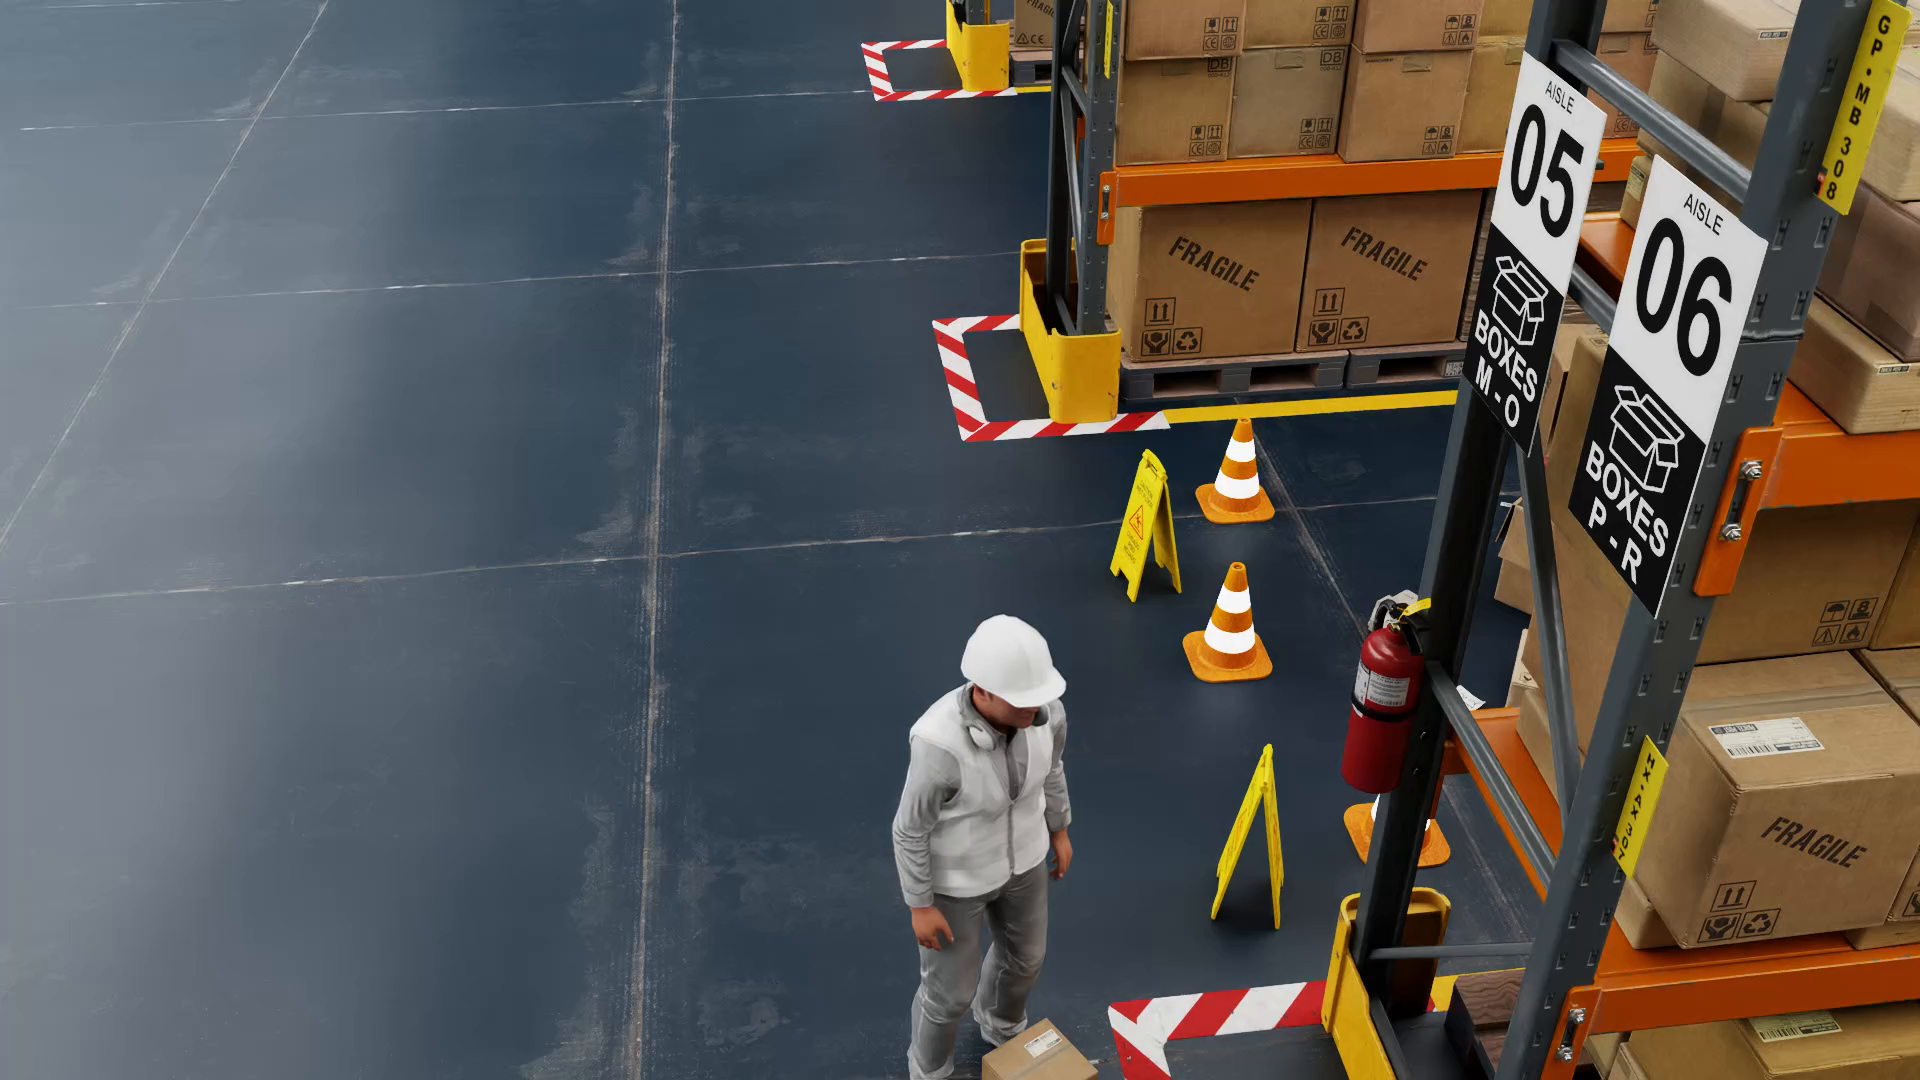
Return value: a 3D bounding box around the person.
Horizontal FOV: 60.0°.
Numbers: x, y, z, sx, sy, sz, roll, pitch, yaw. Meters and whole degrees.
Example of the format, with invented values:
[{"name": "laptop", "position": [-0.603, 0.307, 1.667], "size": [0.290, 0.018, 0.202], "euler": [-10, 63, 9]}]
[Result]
[{"name": "person", "position": [0.074, 0.927, 4.773], "size": [0.592, 1.773, 0.459], "euler": [-23, 41, -30]}]
